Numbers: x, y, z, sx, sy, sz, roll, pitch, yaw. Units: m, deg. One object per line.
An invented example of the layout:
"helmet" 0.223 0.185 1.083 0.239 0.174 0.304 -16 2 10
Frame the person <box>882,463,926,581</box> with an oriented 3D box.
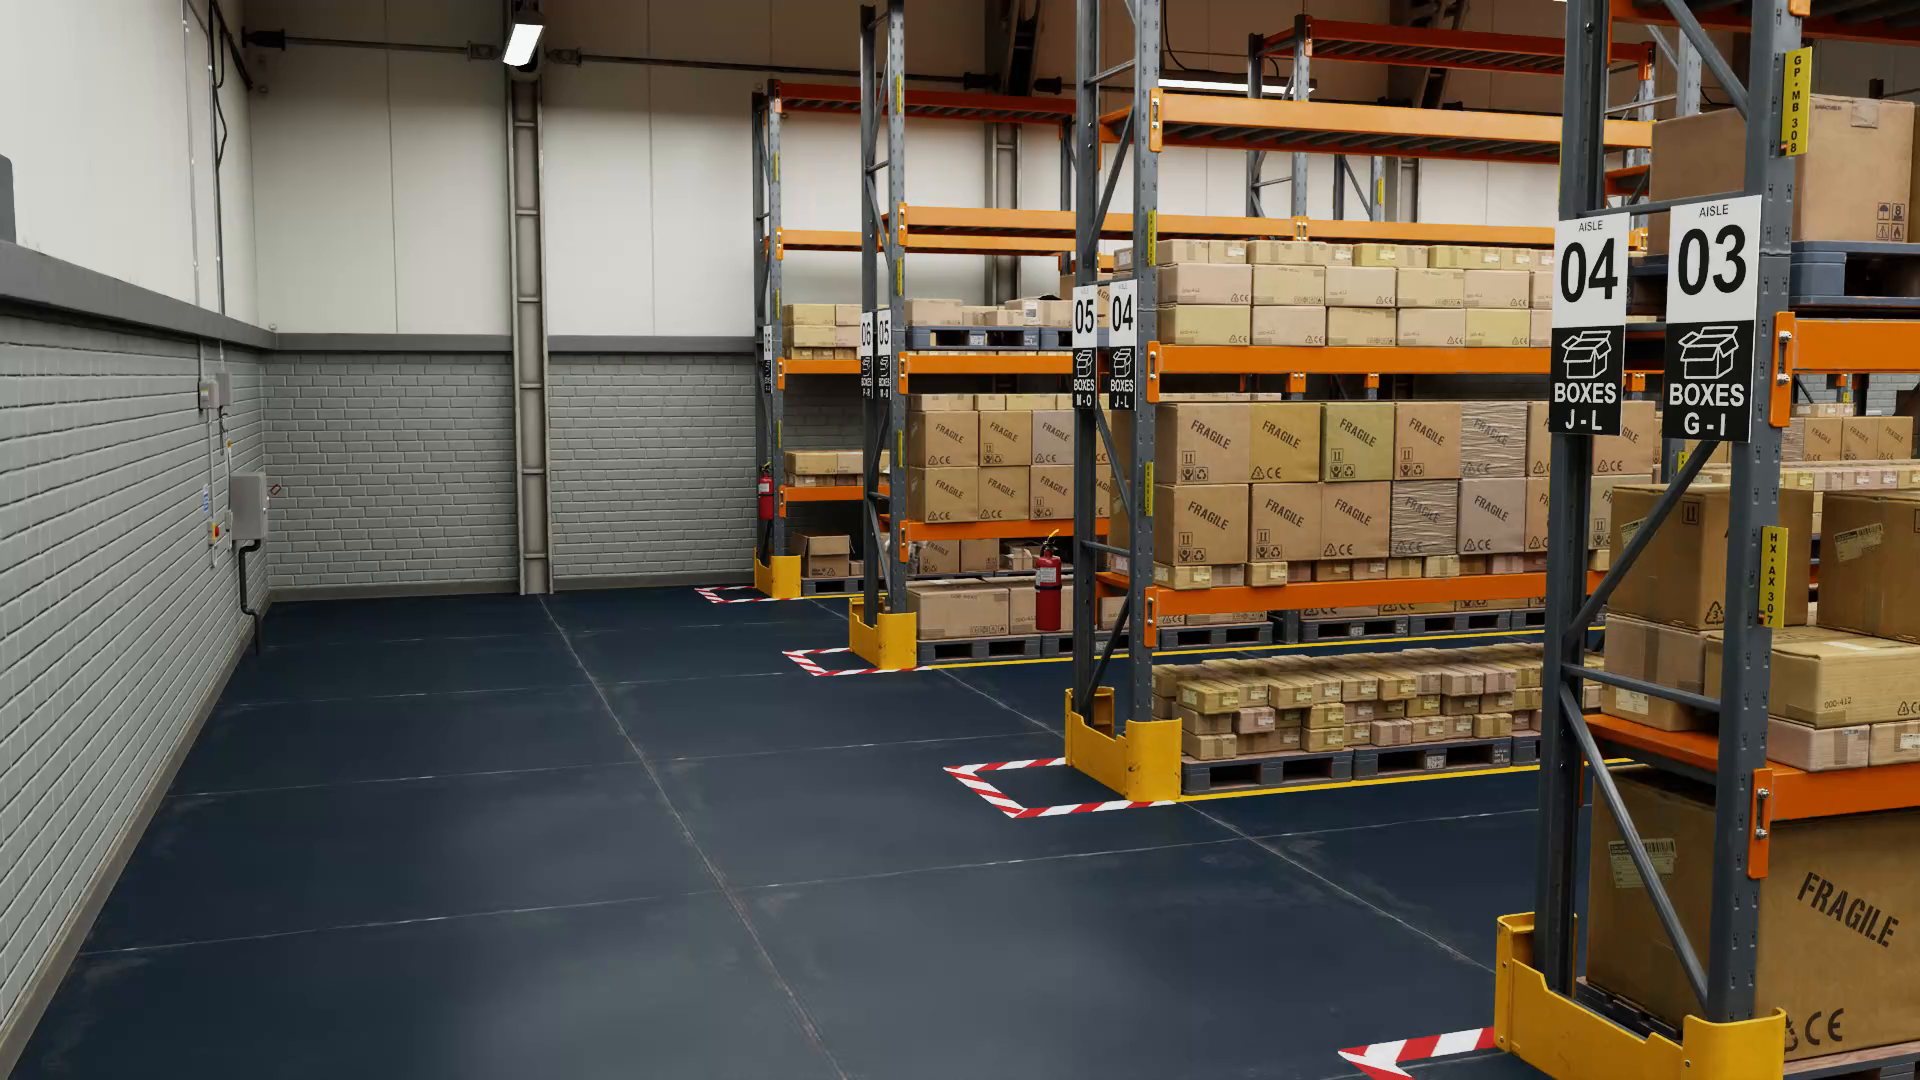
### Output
"person" -0.585 0.057 17.011 0.447 1.775 0.633 -2 6 -23
